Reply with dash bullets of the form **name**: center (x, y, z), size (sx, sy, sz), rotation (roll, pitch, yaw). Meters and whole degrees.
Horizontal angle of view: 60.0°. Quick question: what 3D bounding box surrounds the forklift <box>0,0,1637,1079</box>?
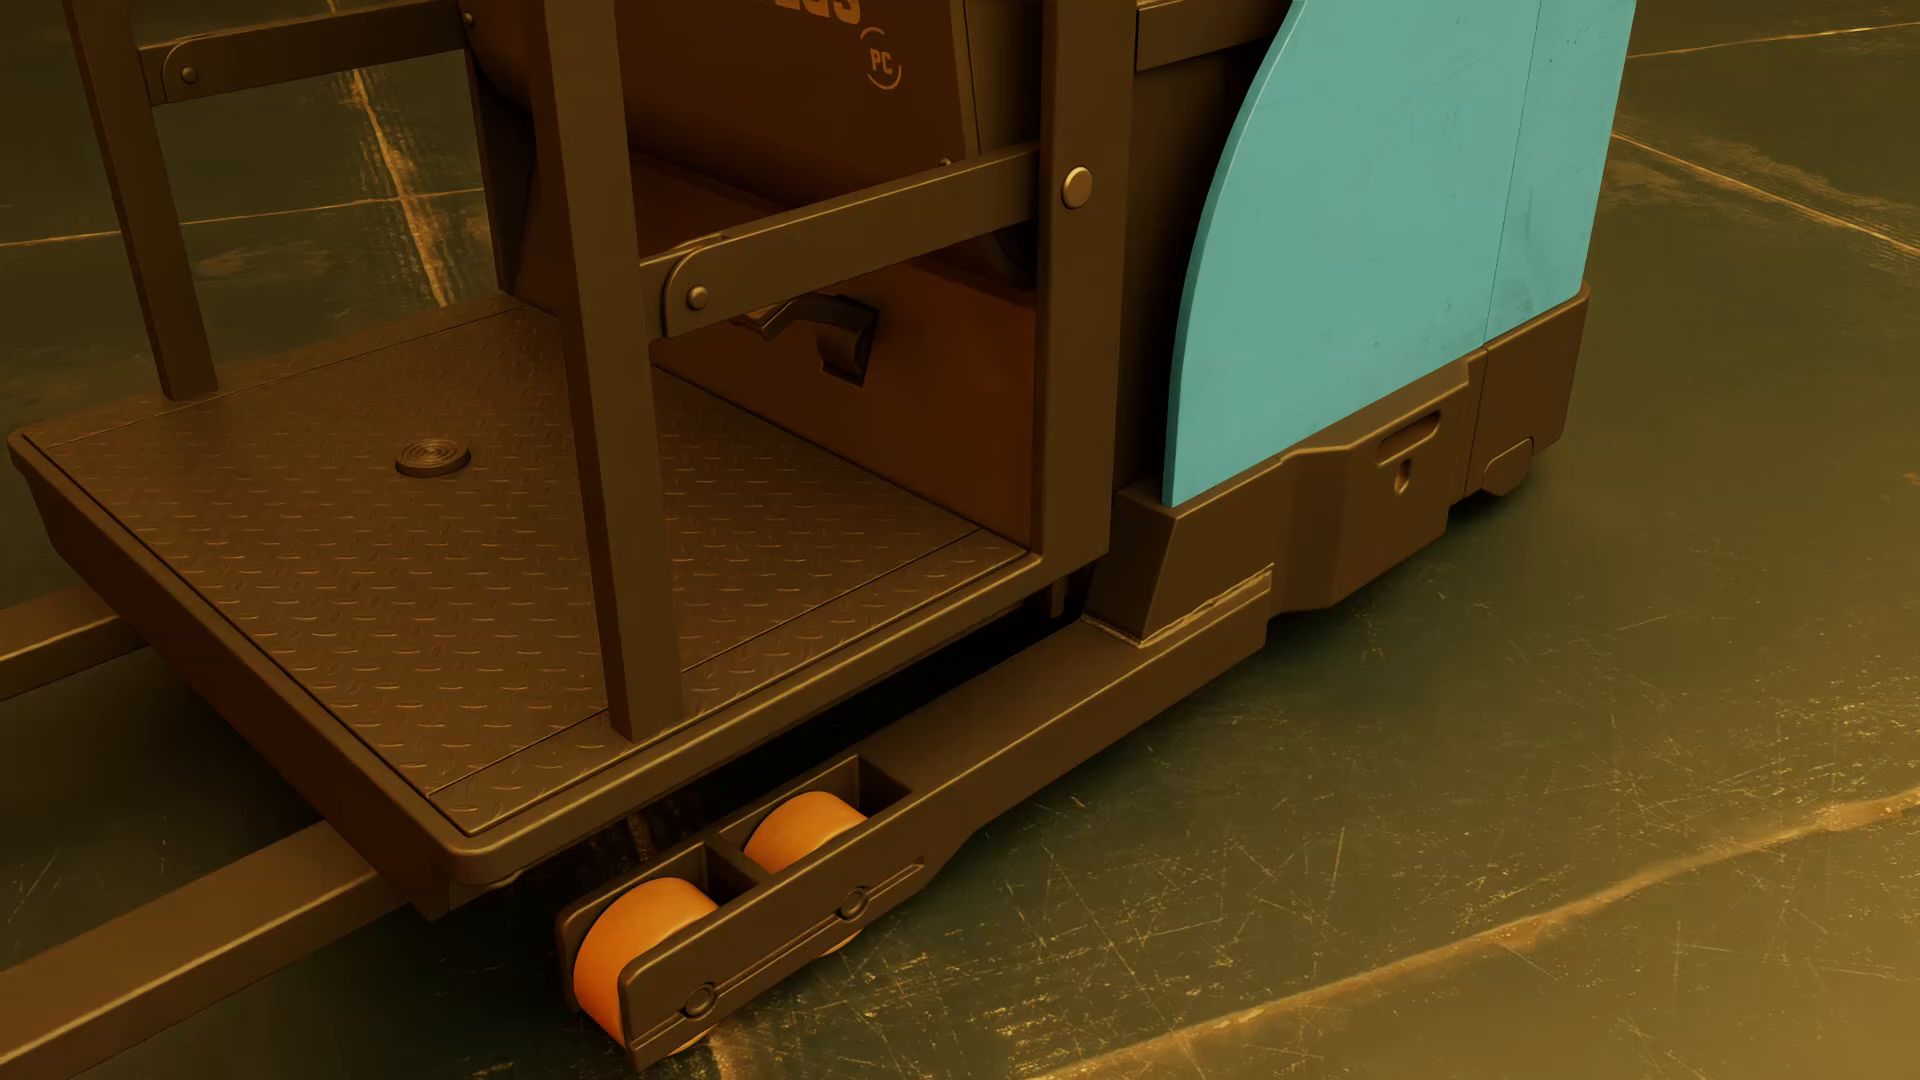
- **forklift**: center (-0.435, -1.063, 1.405), size (3.031, 2.935, 1.130), rotation (-26, 39, -37)
